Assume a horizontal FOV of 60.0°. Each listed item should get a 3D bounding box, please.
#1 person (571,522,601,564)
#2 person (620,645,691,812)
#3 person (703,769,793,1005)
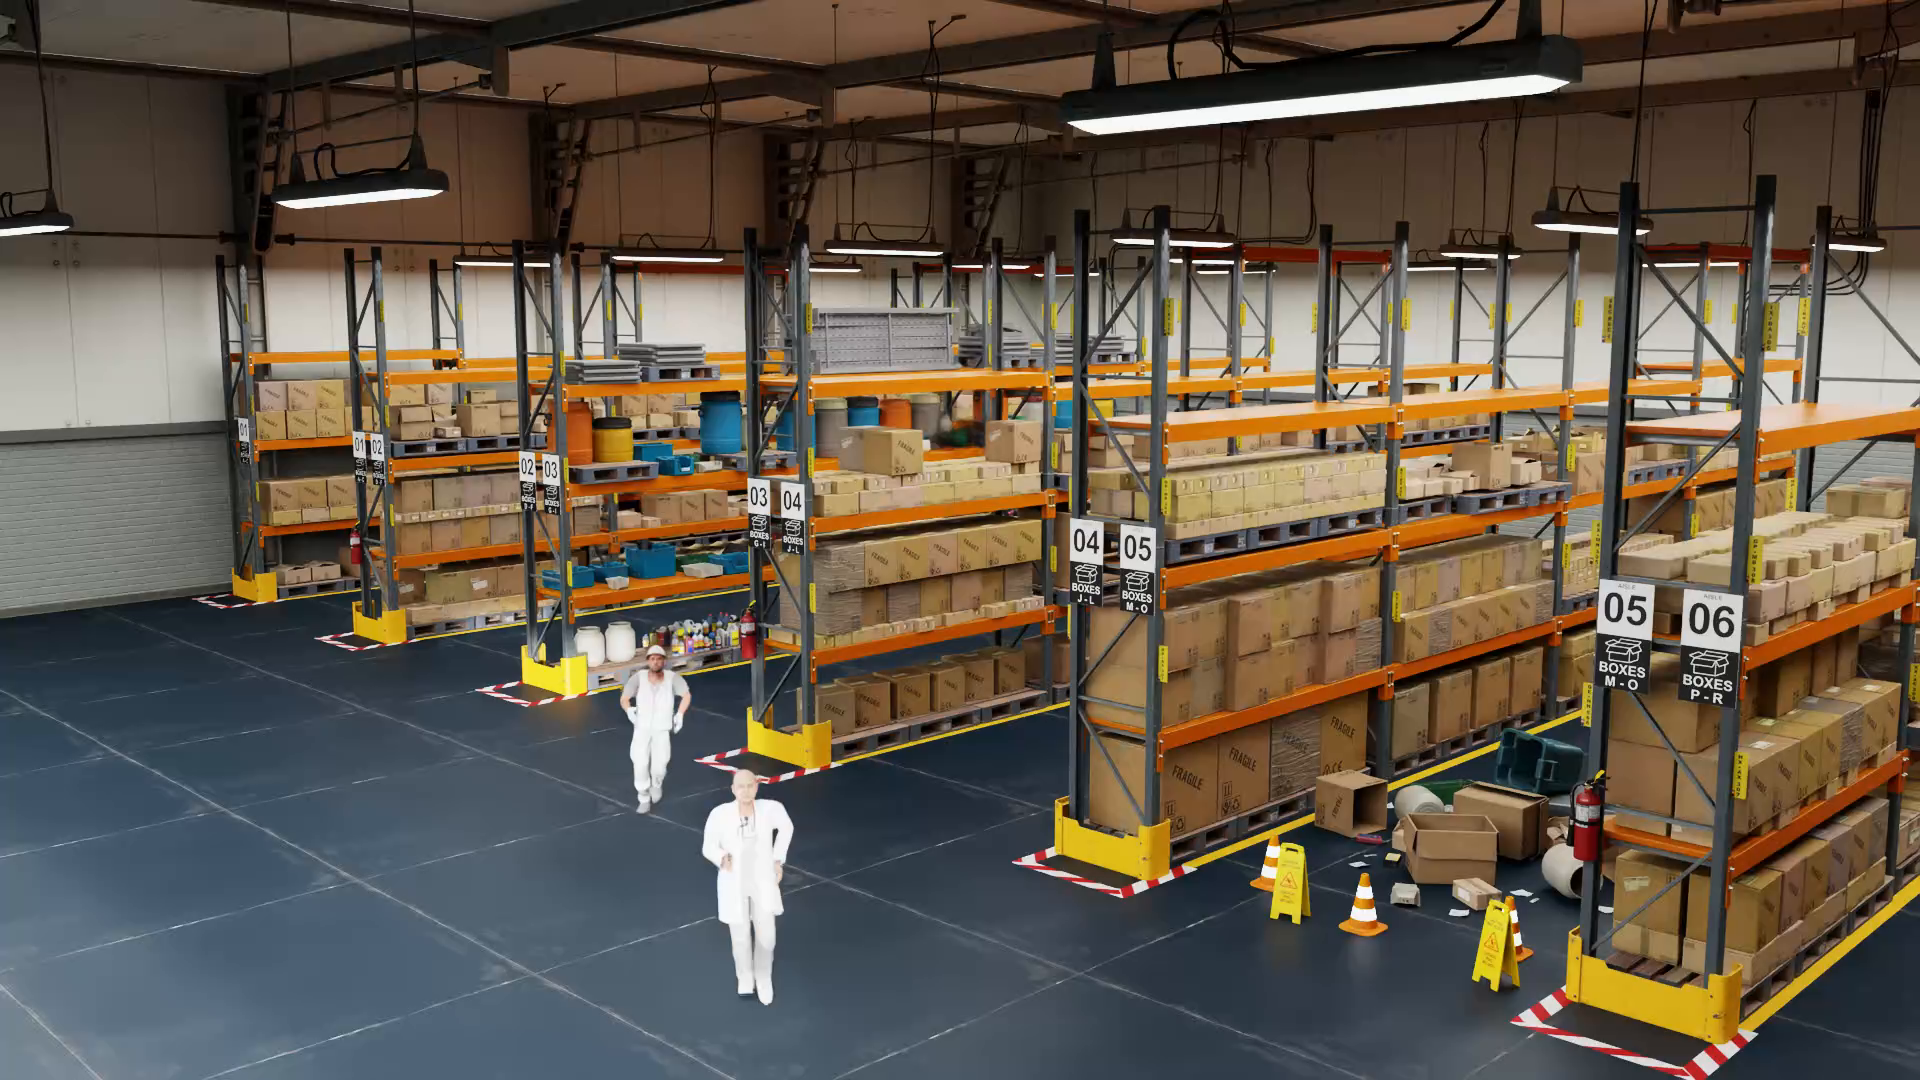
[{"bbox_3d":[-7.013,-0.071,30.953,0.704,1.725,0.668,5,10,33],"label":"person"},{"bbox_3d":[-3.107,1.923,16.925,0.705,1.728,0.618,-1,8,-4],"label":"person"},{"bbox_3d":[-1.552,2.597,12.270,0.674,1.734,0.754,-1,8,-8],"label":"person"}]
